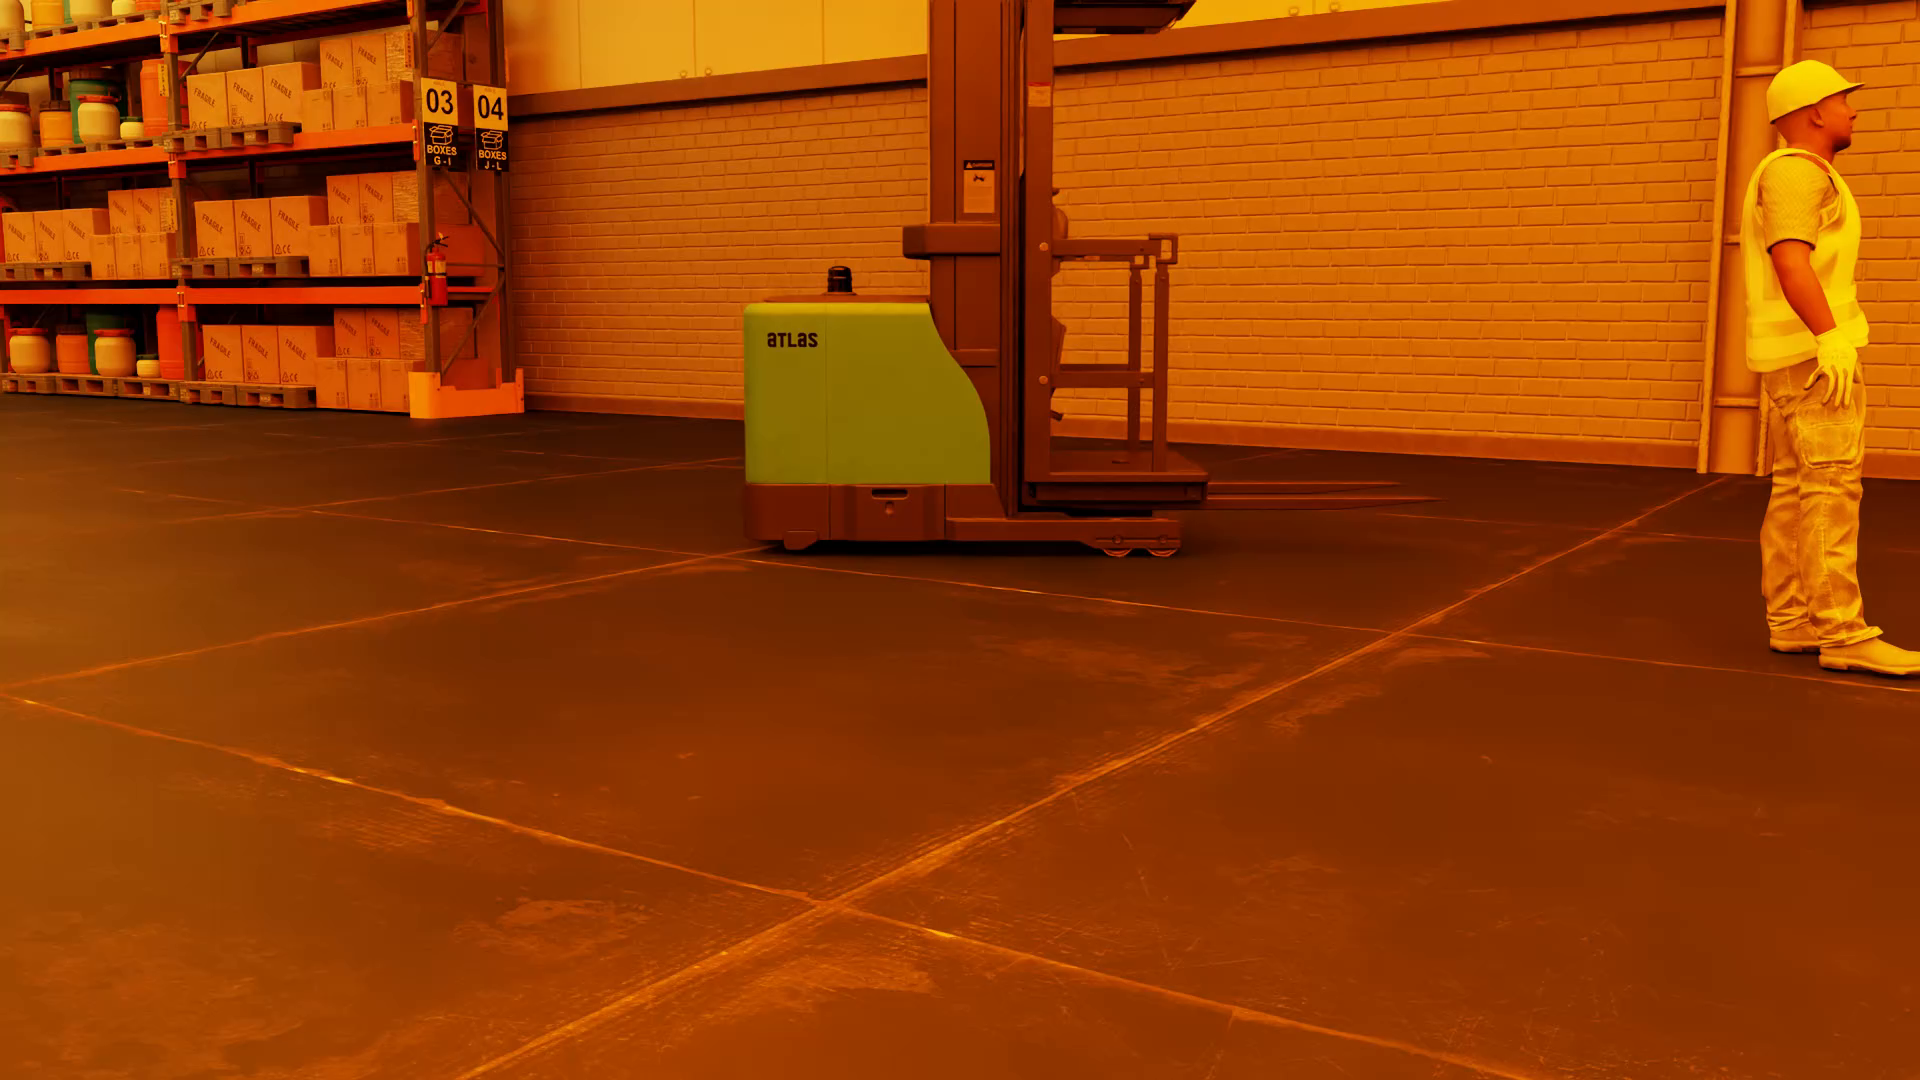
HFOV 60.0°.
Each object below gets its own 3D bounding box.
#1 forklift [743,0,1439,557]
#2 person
[{"bbox_3d":[0.579,-1.453,7.412,3.031,2.935,1.130,0,8,0],"label":"forklift"},{"bbox_3d":[2.636,-0.537,4.997,0.577,1.781,0.656,3,9,21],"label":"person"}]
